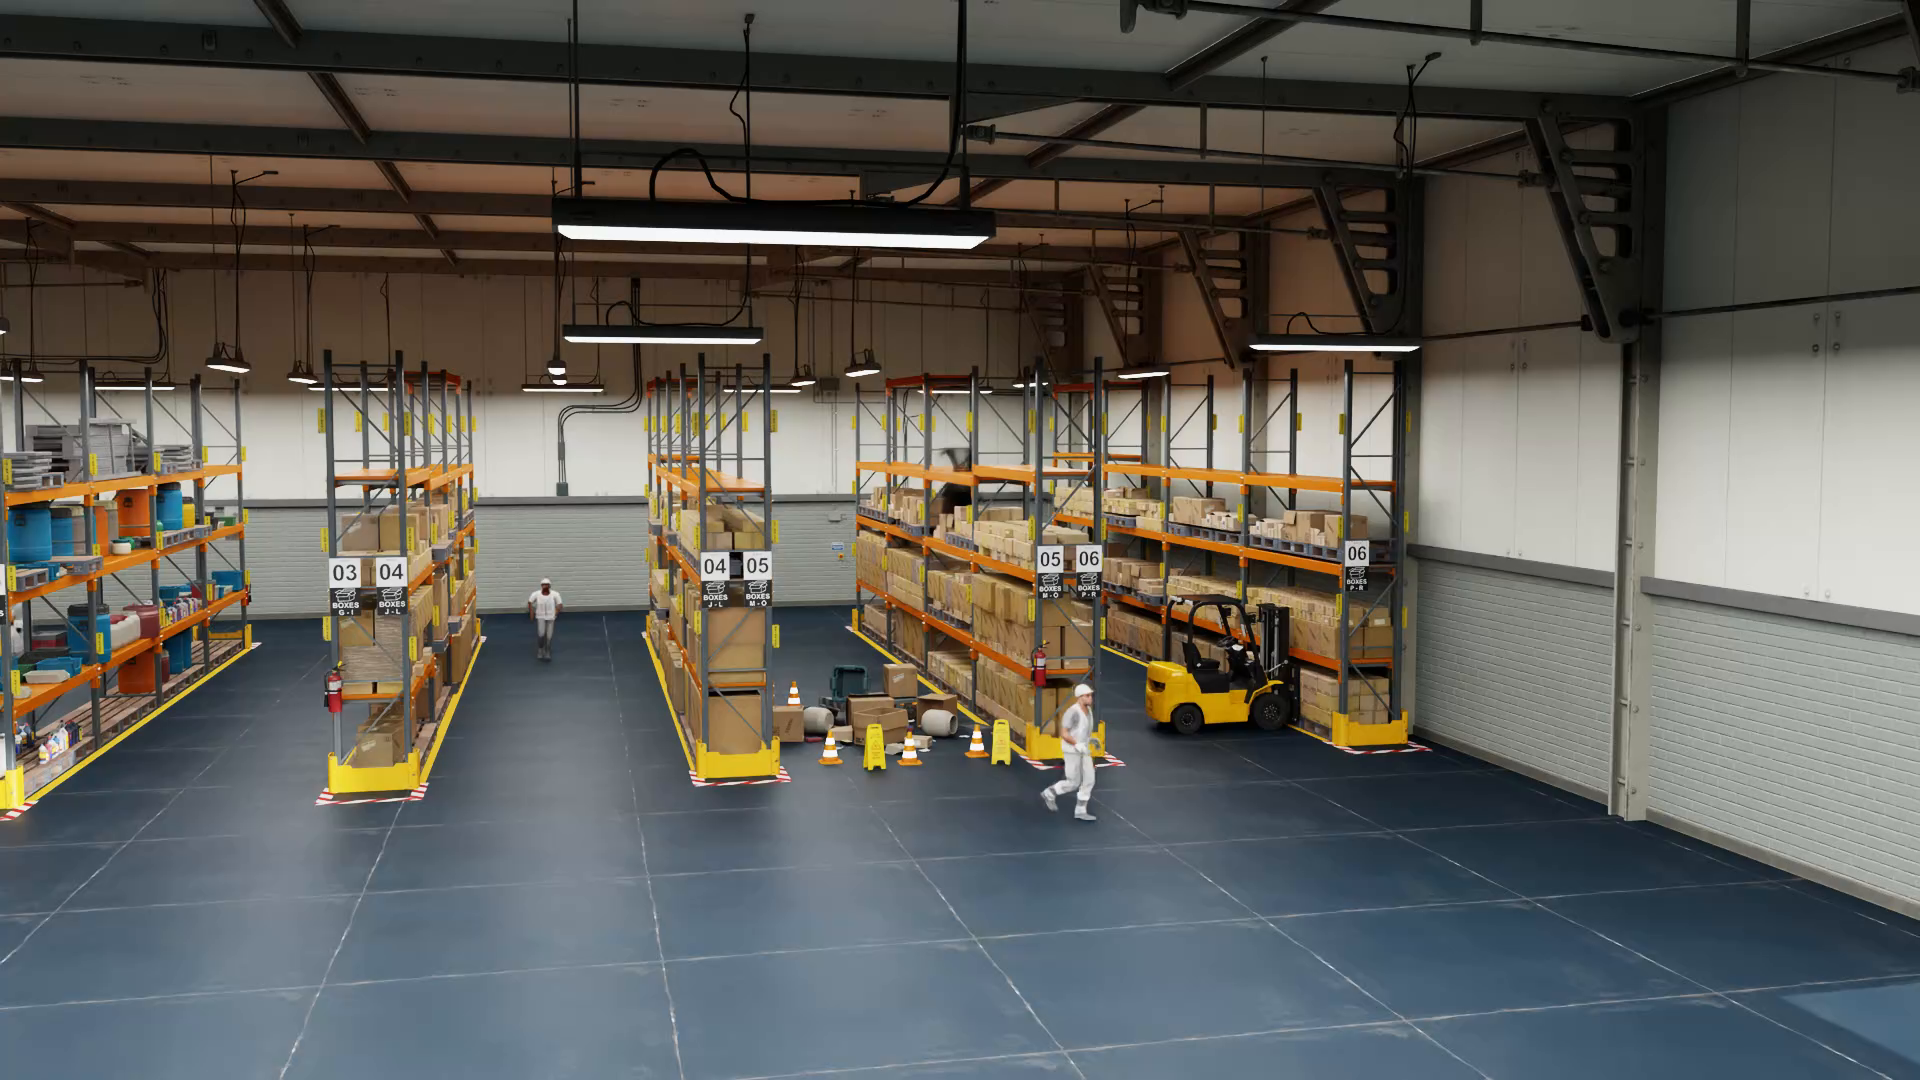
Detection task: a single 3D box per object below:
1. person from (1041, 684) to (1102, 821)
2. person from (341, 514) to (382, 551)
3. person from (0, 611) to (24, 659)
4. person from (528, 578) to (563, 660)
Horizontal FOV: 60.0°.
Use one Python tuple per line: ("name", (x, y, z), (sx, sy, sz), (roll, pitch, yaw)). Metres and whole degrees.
("person", (1.394, 2.674, 21.094), (0.774, 1.736, 0.660), (3, 5, 36))
("person", (-4.117, 0.965, 31.561), (17.392, 3.700, 5.585), (-4, 5, -42))
("person", (-17.669, 2.042, 31.056), (0.603, 1.504, 0.755), (-2, 5, -28))
("person", (-8.771, 1.679, 35.231), (0.708, 1.744, 0.625), (-1, 4, -18))
